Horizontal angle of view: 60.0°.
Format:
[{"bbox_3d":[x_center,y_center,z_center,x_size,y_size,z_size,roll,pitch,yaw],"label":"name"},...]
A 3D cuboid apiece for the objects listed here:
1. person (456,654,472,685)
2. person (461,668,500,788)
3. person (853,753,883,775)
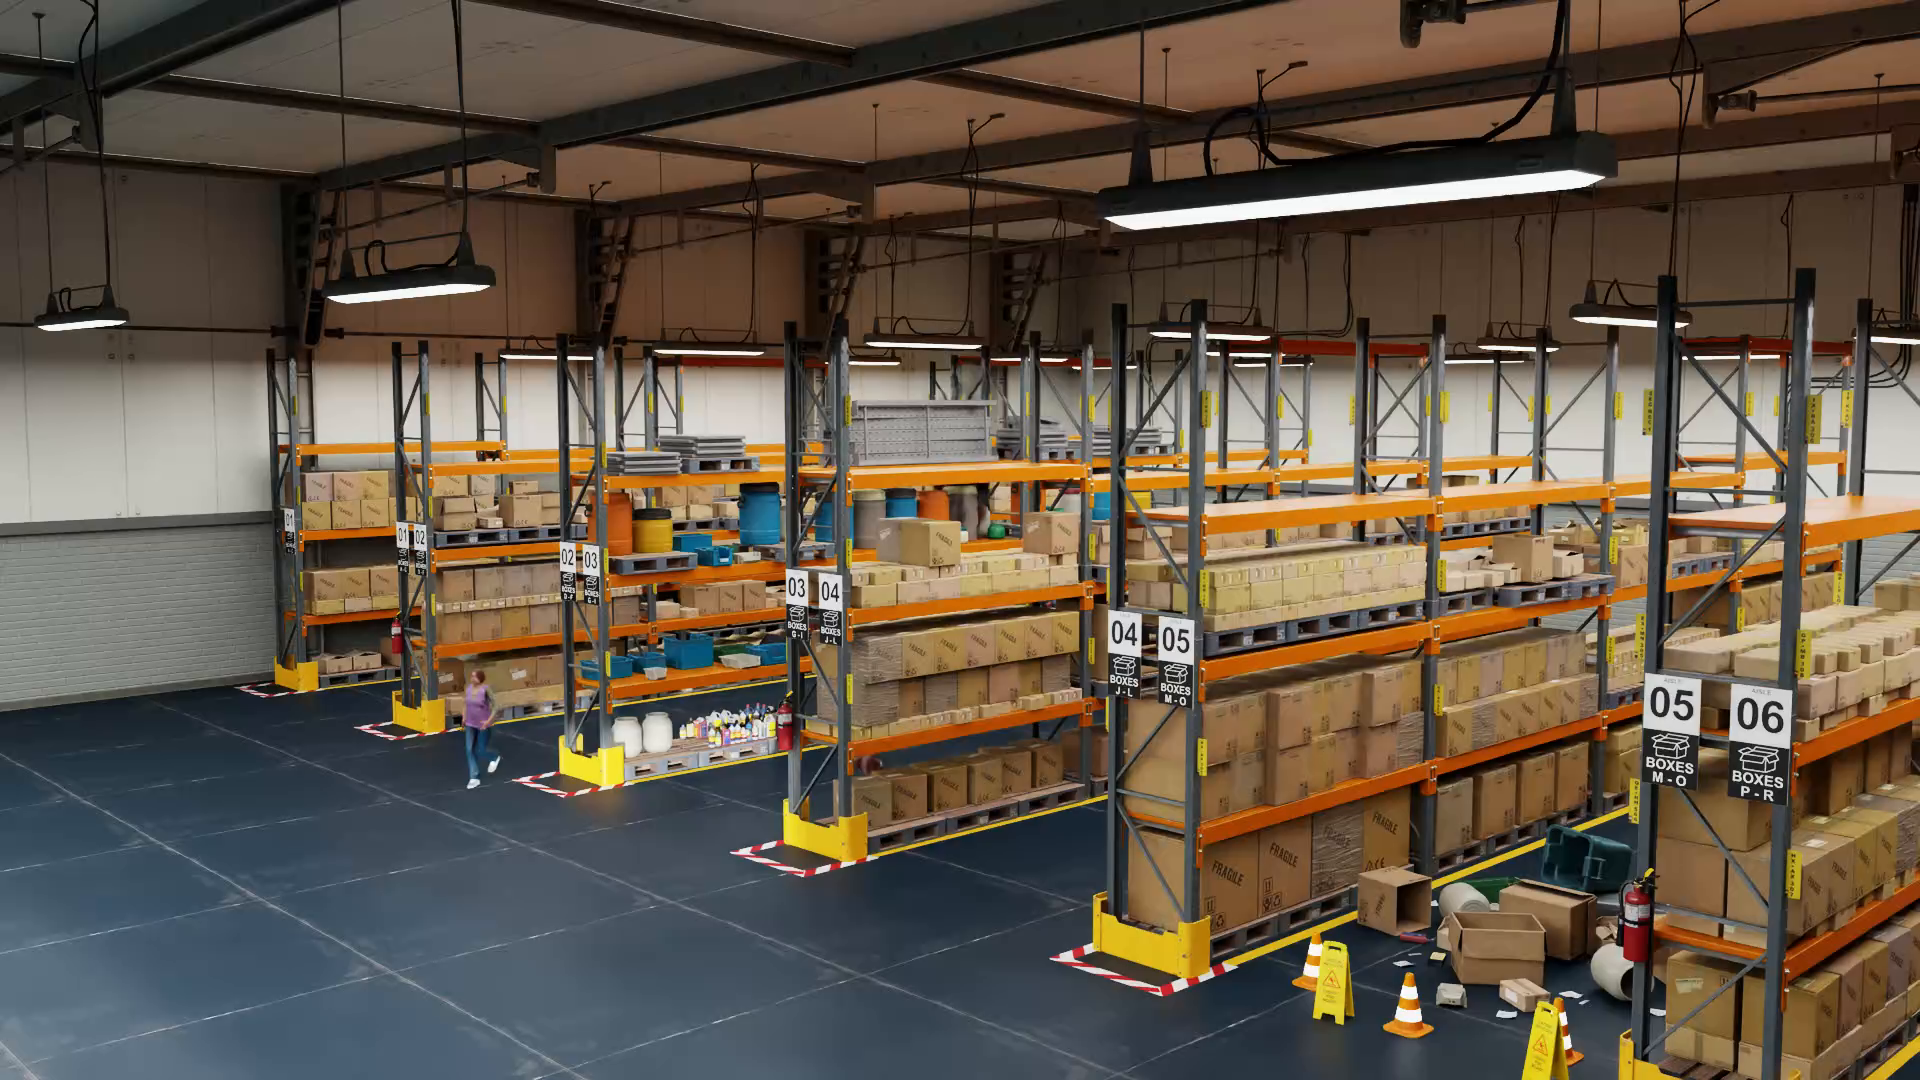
[{"bbox_3d":[-8.440,1.804,28.457,0.648,1.845,0.799,4,6,40],"label":"person"},{"bbox_3d":[-6.388,2.478,22.155,0.553,1.552,0.732,1,5,11],"label":"person"},{"bbox_3d":[-1.140,2.508,21.398,0.580,1.621,0.558,4,6,39],"label":"person"}]
